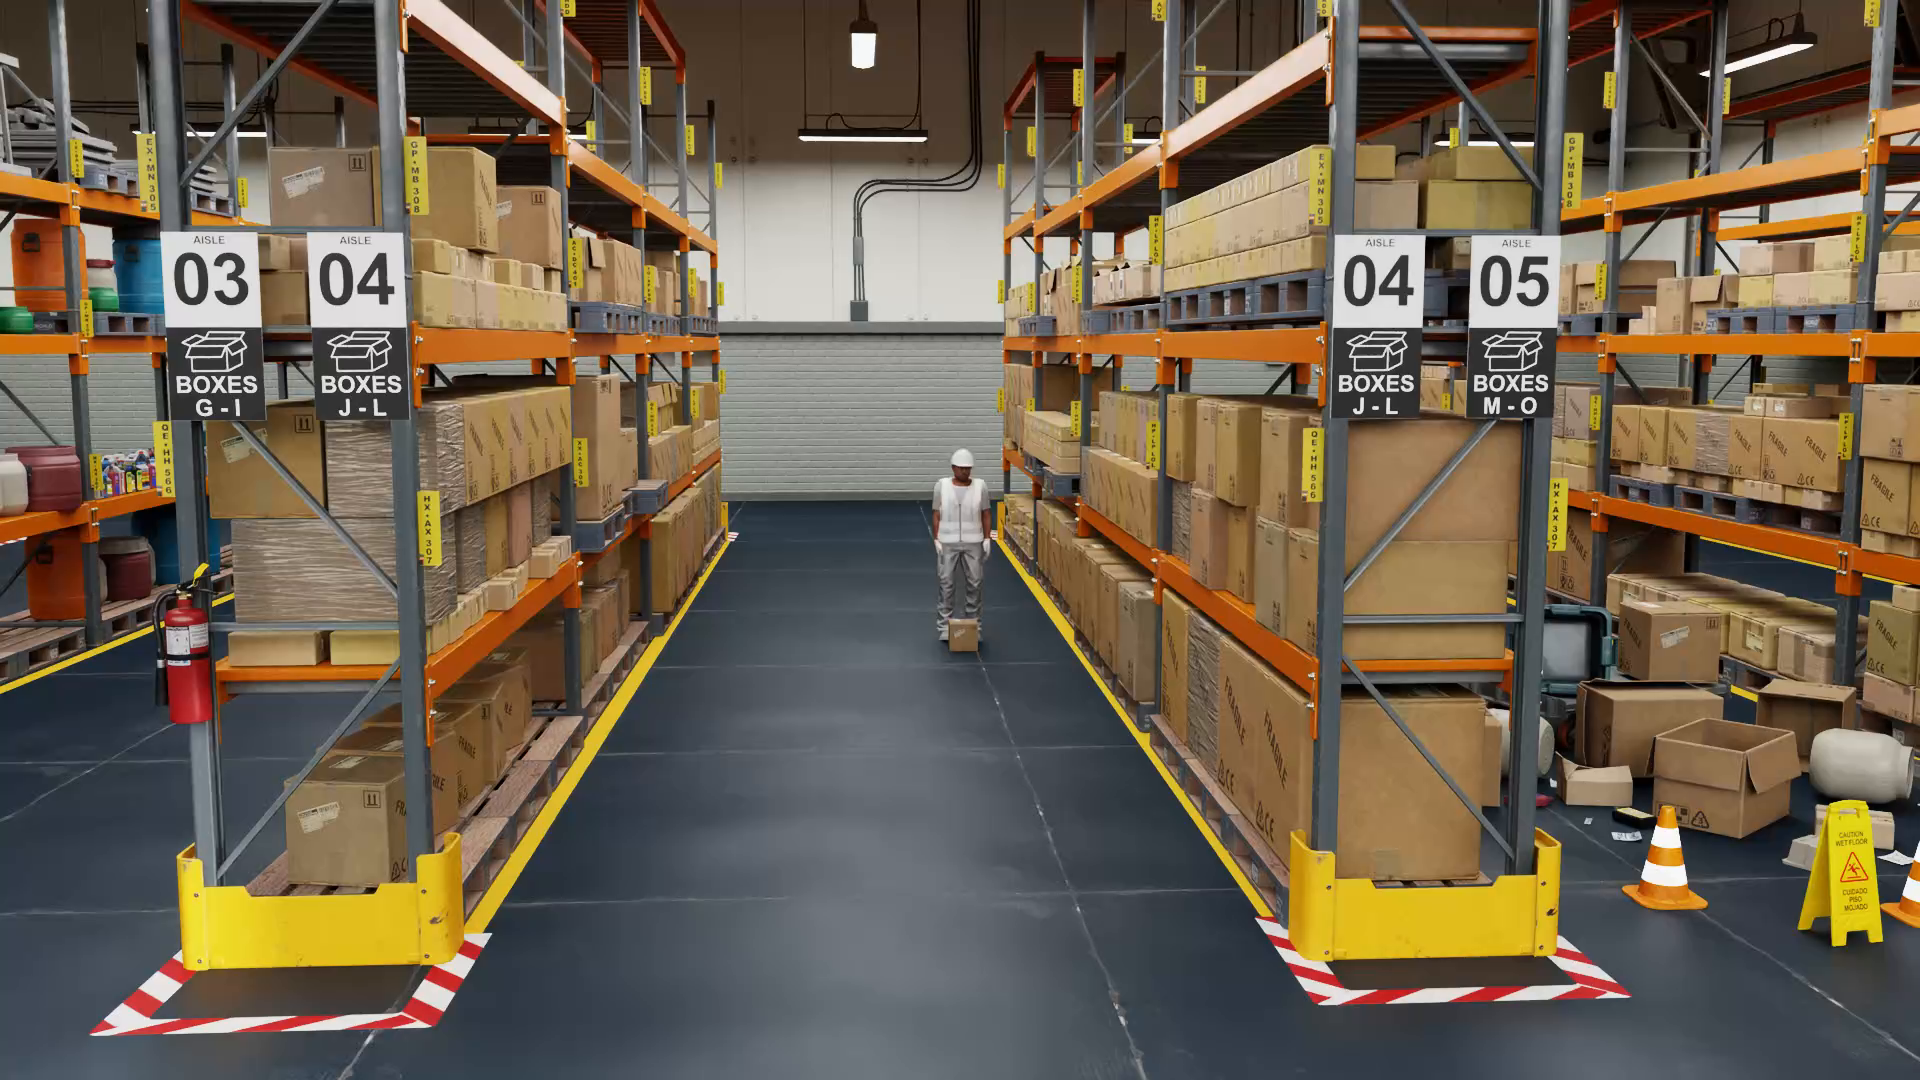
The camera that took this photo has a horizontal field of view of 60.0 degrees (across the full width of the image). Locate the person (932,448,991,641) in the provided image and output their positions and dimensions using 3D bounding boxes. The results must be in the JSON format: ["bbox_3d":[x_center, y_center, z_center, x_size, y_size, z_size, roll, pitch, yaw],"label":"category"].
[{"bbox_3d":[0.018,0.040,15.346,0.546,1.776,0.363,0,7,-3],"label":"person"}]
